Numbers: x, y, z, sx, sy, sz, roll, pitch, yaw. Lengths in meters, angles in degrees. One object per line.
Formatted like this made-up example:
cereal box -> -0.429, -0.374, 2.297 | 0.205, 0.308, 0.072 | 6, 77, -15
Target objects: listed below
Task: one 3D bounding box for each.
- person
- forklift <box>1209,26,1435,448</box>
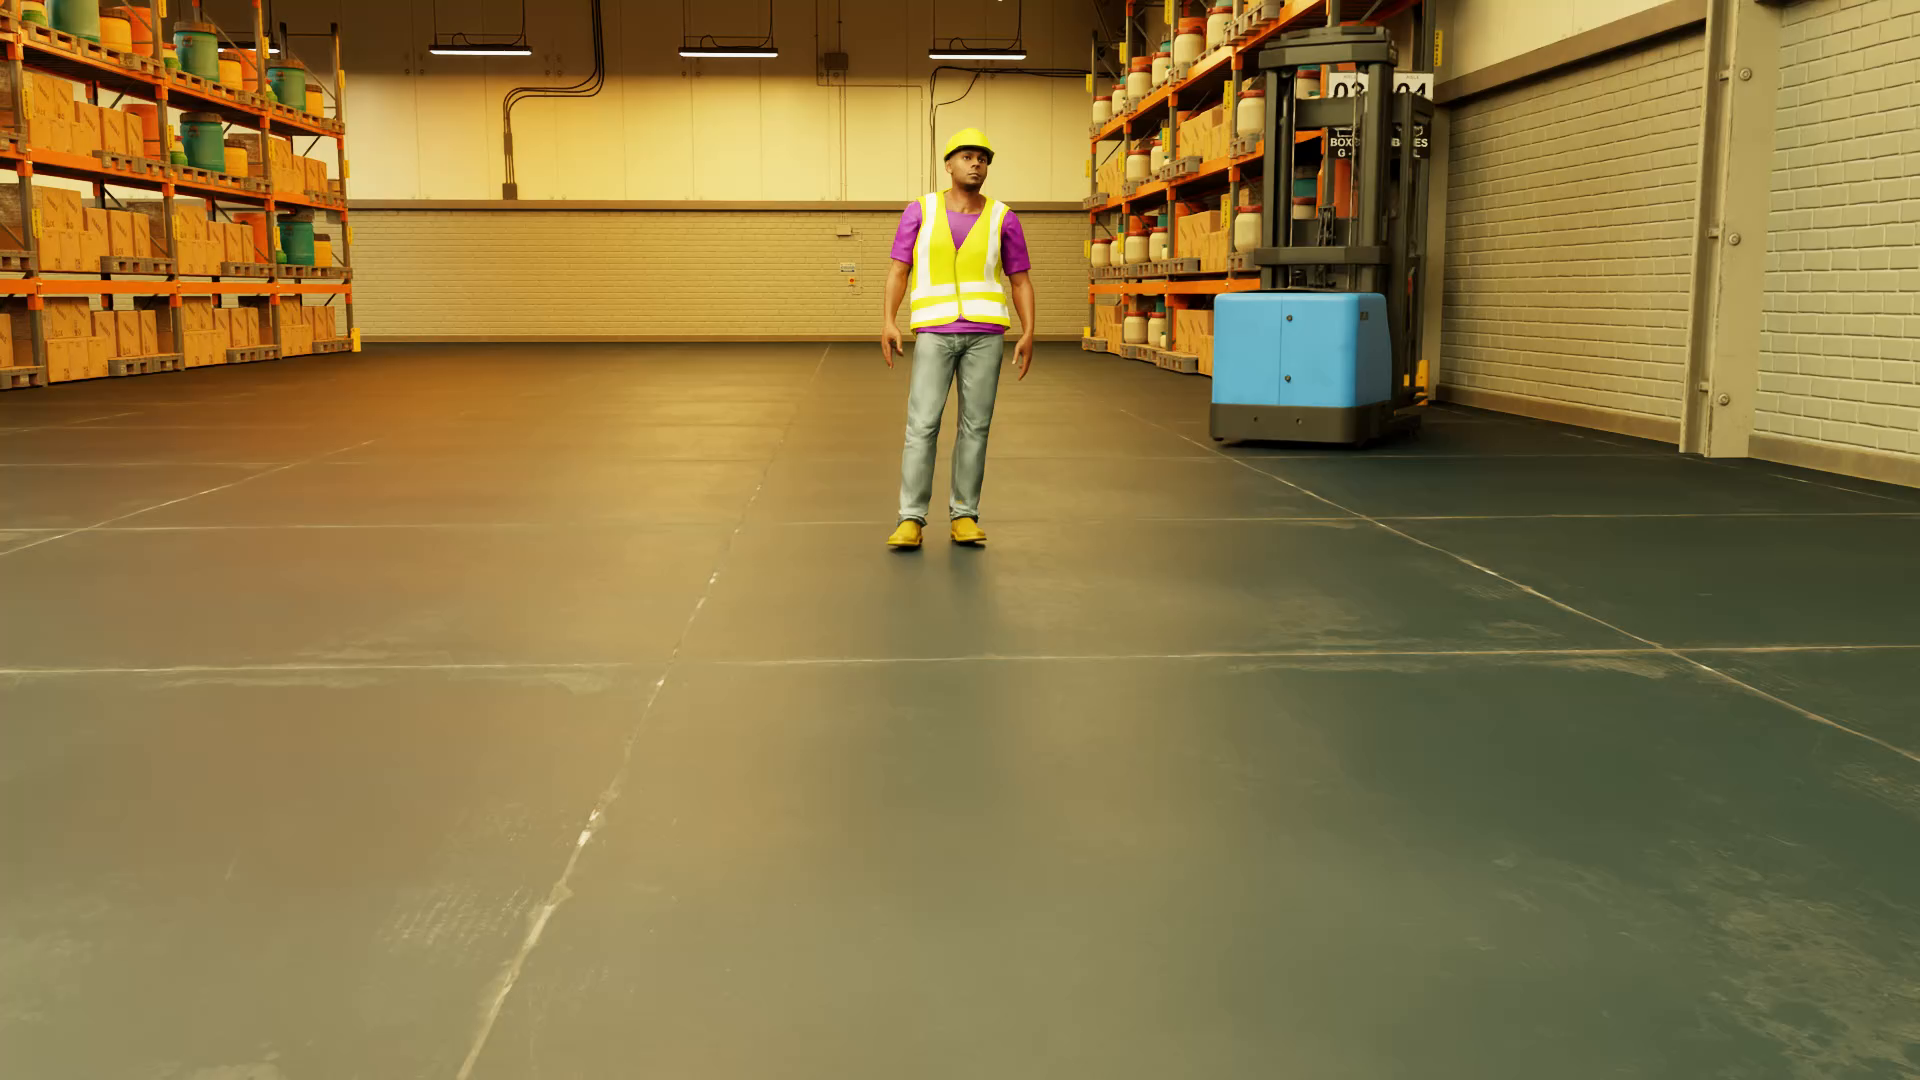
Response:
person -> -0.002, -0.871, 7.110 | 0.665, 1.765, 0.577 | -1, 8, -4
forklift -> 2.894, -2.258, 12.540 | 1.130, 2.935, 3.031 | 4, 10, 28
